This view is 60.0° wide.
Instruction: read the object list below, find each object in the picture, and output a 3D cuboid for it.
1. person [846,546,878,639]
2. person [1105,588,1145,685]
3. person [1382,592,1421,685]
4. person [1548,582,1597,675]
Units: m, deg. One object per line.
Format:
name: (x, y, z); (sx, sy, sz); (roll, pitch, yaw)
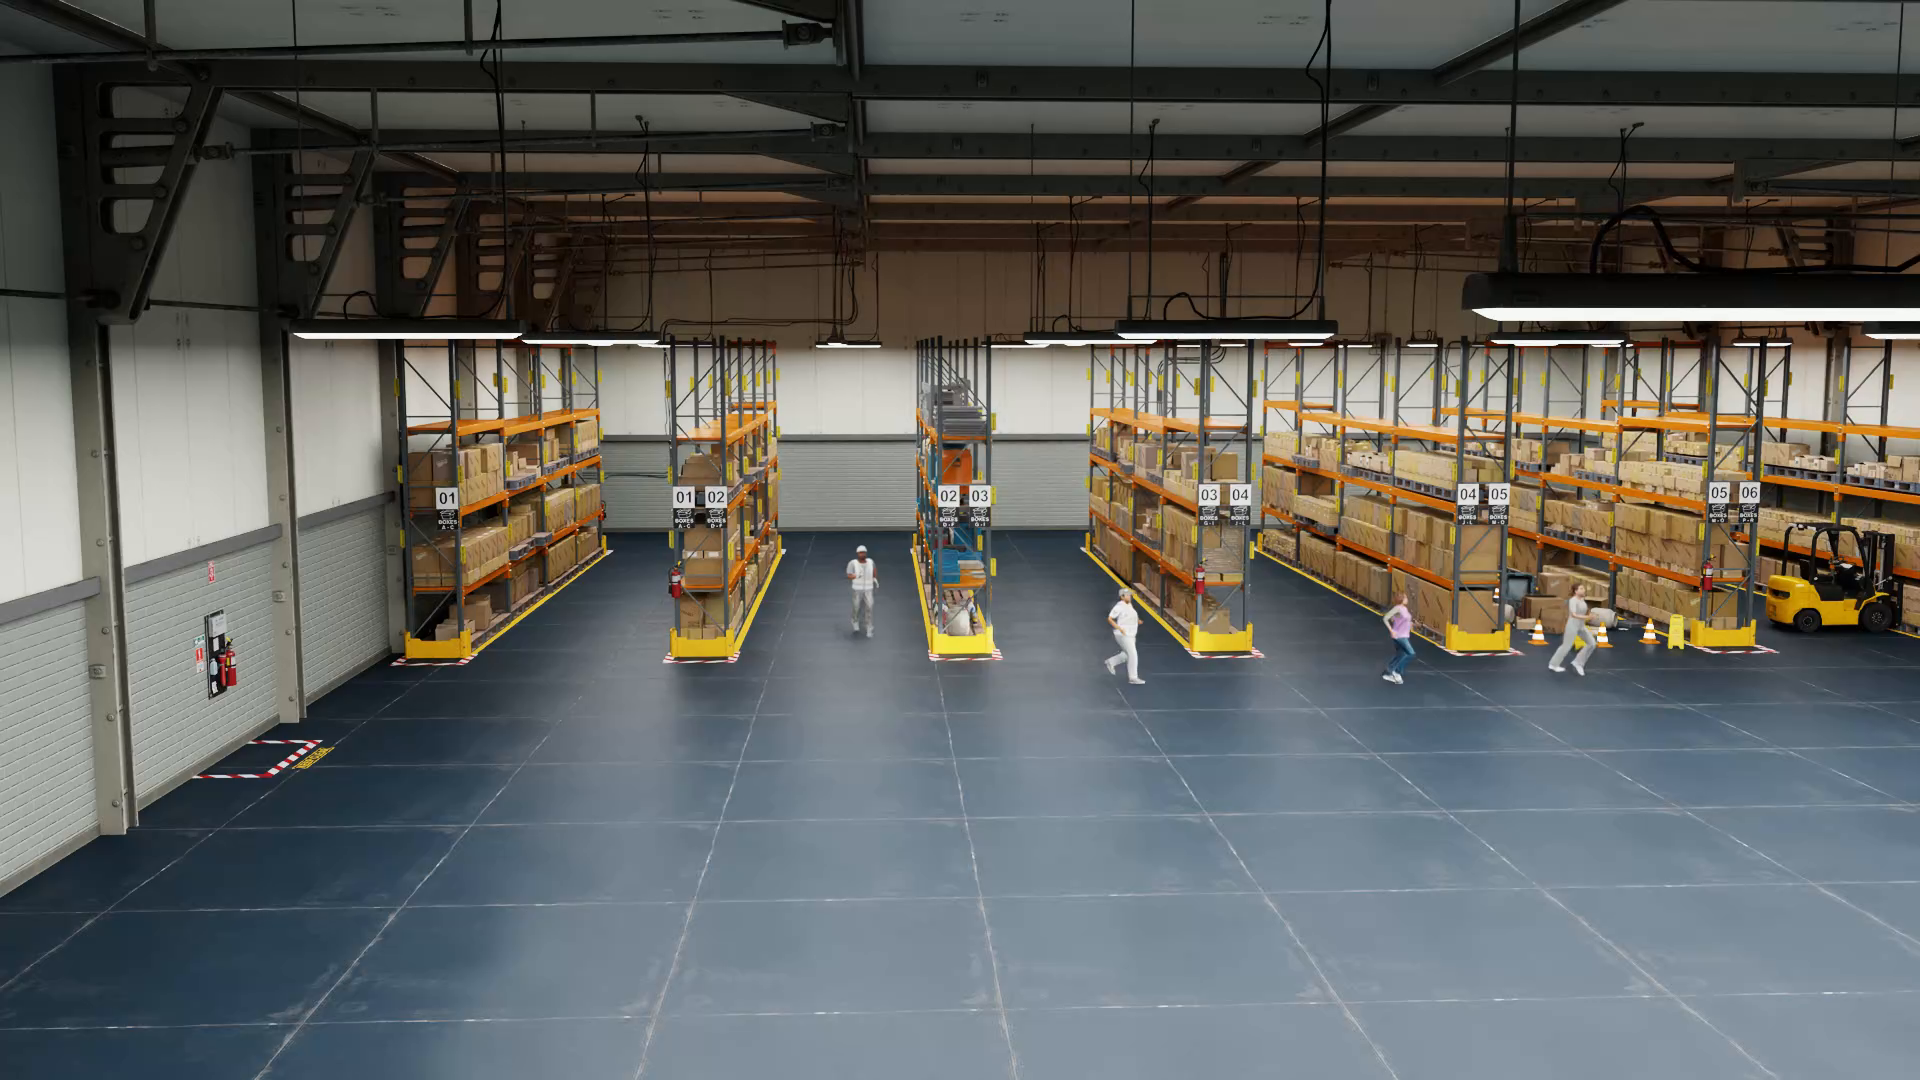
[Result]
person: (-1.964, 1.018, 33.478); (0.672, 1.814, 0.903); (-2, 7, -14)
person: (2.842, 1.645, 28.777); (0.843, 1.636, 0.621); (4, 8, 32)
person: (7.579, 1.687, 28.565); (0.657, 1.587, 0.508); (4, 8, 30)
person: (10.874, 1.560, 29.369); (0.578, 1.655, 0.849); (-6, 9, -40)
